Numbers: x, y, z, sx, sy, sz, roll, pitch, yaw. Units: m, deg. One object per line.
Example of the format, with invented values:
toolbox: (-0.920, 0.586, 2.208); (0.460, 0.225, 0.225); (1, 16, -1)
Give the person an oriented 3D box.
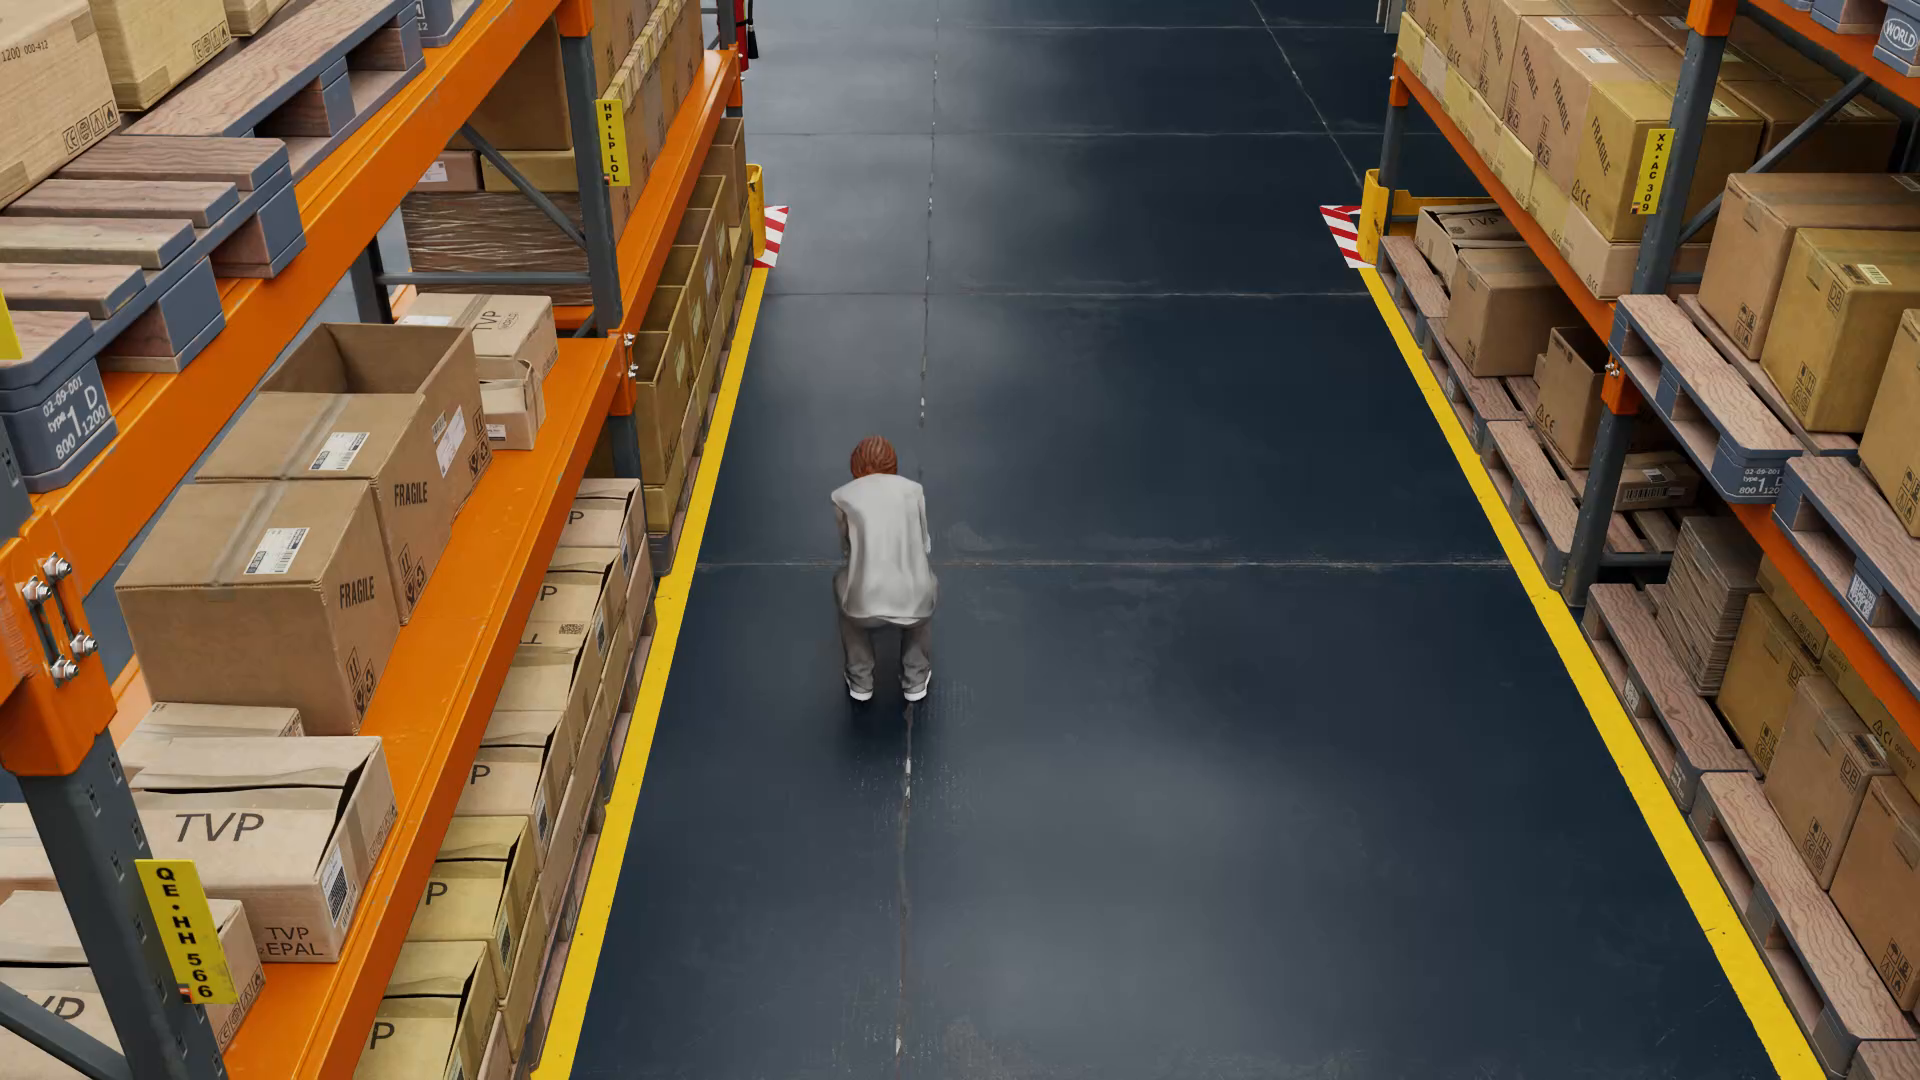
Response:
person: (-0.297, 0.137, 6.597); (0.424, 0.893, 0.846); (-1, 32, -2)
